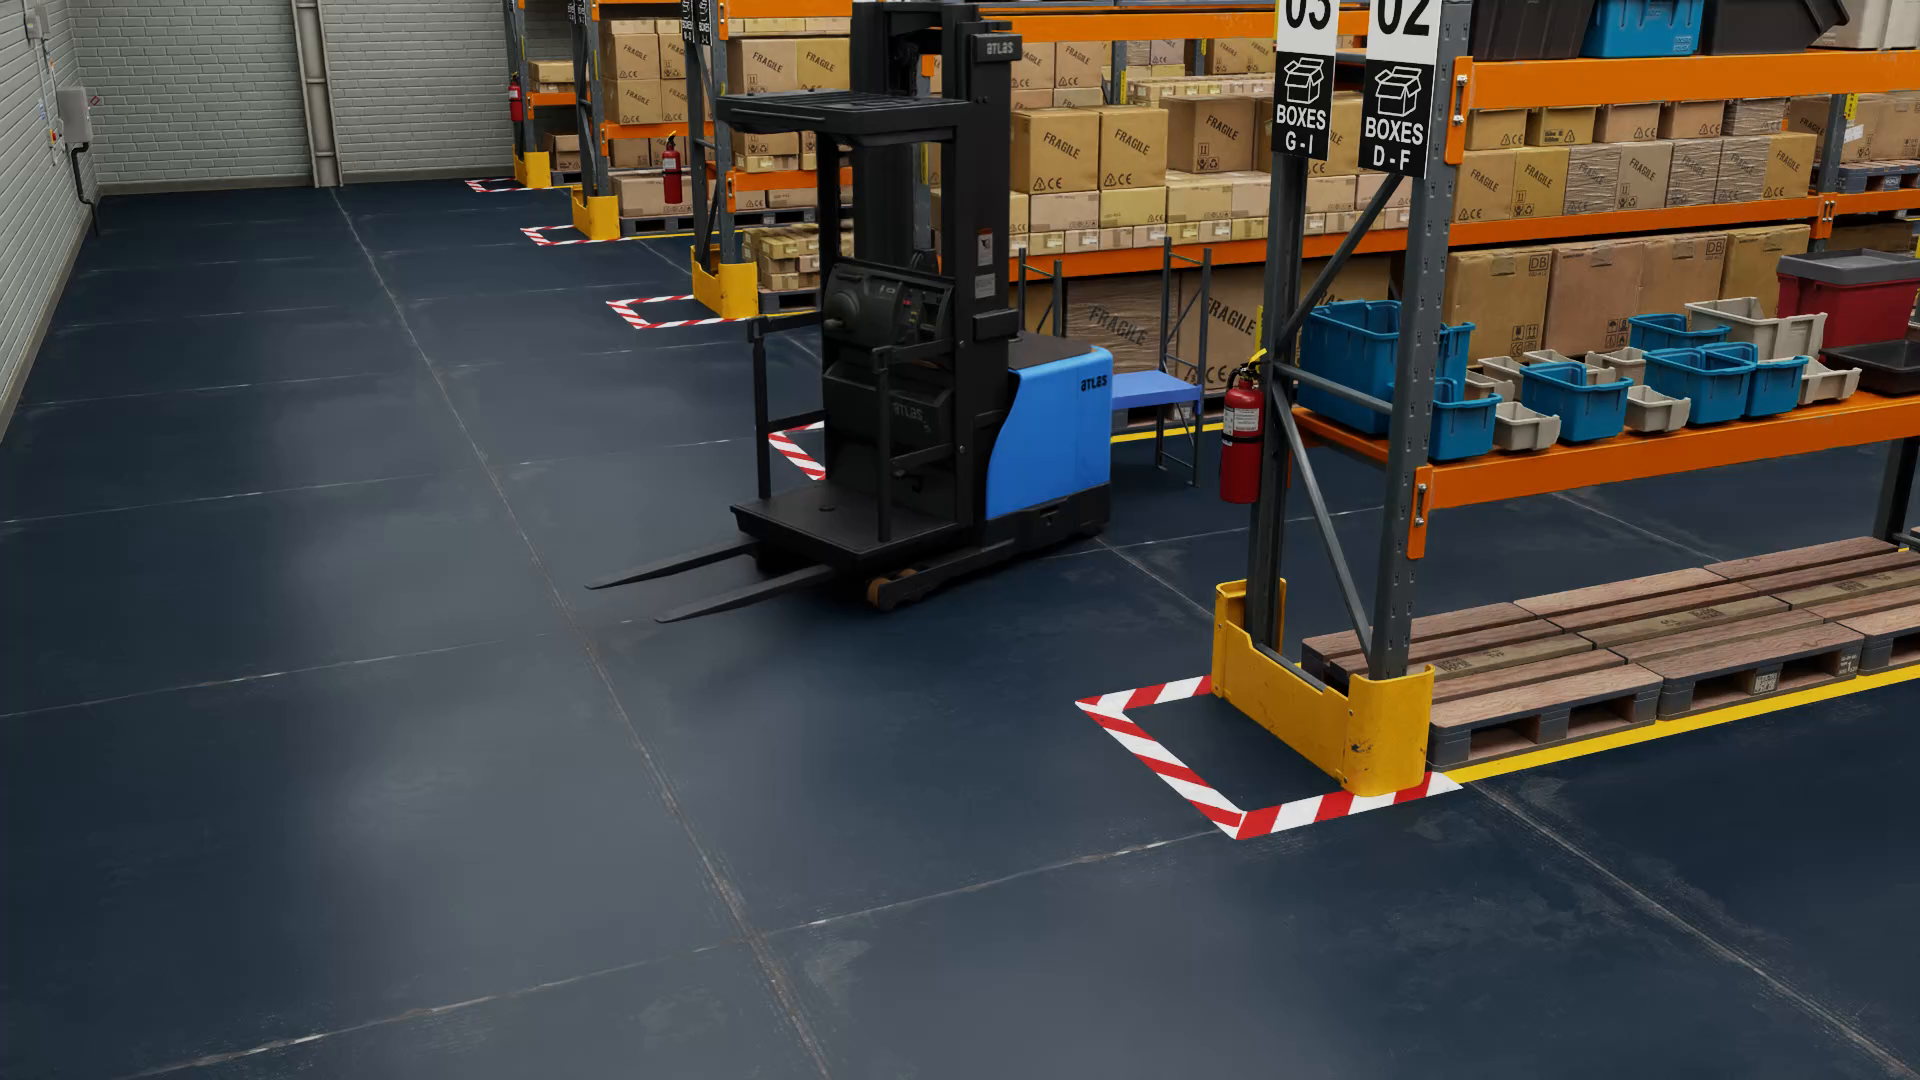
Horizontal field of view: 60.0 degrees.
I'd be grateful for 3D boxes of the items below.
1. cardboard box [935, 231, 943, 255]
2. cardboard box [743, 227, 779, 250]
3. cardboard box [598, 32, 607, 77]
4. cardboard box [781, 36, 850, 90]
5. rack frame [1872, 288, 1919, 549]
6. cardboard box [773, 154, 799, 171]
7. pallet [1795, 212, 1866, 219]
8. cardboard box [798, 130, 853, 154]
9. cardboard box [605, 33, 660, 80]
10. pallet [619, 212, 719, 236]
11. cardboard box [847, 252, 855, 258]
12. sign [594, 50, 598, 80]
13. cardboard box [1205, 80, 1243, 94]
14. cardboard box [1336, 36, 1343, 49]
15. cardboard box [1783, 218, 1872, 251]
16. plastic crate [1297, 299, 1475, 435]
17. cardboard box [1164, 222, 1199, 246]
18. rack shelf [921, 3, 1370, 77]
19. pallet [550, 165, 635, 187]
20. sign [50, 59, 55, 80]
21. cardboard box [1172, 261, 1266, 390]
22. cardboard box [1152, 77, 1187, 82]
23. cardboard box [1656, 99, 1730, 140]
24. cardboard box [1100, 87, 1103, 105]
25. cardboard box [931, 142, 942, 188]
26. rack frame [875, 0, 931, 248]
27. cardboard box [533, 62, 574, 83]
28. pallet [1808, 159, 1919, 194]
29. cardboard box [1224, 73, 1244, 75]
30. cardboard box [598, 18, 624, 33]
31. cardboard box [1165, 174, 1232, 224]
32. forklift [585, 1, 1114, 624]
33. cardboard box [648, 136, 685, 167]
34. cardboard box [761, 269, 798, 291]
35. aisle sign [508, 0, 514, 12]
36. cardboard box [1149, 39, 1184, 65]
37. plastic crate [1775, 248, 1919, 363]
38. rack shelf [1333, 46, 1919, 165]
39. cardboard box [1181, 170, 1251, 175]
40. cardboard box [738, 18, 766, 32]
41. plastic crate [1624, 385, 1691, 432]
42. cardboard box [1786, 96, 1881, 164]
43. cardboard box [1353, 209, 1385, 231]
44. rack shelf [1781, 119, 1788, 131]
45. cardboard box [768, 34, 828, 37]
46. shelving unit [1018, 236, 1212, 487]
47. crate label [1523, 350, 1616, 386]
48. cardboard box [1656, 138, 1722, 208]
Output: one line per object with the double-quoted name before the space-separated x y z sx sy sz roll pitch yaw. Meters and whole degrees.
"cardboard box" 0.023 -1.930 10.865 0.250 0.149 0.380 -8 21 -21
"cardboard box" -1.920 -2.909 16.032 0.250 0.149 0.380 -8 21 -21
"cardboard box" -4.011 -5.779 19.763 0.500 0.500 0.500 -7 21 -20
"cardboard box" -1.328 -4.334 15.210 0.500 0.500 0.500 -8 21 -20
"rack frame" 5.201 -1.118 8.181 0.127 3.000 1.000 -8 21 -22
"cardboard box" -1.661 -3.498 15.320 0.250 0.149 0.380 -7 21 -20
"pallet" 10.564 -4.129 20.932 1.213 0.211 1.003 -8 21 -22
"cardboard box" -1.303 -3.869 15.394 0.500 0.500 0.500 -8 21 -22
"cardboard box" -3.806 -5.619 19.309 0.500 0.500 0.500 -9 21 -23
"pallet" -3.656 -3.938 20.389 1.213 0.211 1.003 -8 21 -22
"cardboard box" -0.981 -2.691 15.861 0.250 0.149 0.380 -7 21 -20
"sign" -4.145 -5.400 18.919 0.005 0.325 0.100 -8 21 -22
"cardboard box" 2.631 -4.530 16.720 0.250 0.149 0.380 -8 21 -23
"cardboard box" 4.914 -6.757 22.965 0.500 0.500 0.500 -9 21 -24
"cardboard box" 7.515 -2.634 14.459 0.500 0.250 0.500 -7 21 -20
"plastic crate" 1.761 -0.738 6.958 0.499 0.435 0.616 -8 21 -22
"cardboard box" 1.435 -2.133 11.441 0.250 0.149 0.380 -9 21 -23
"rack shelf" 1.403 -3.441 11.345 4.000 0.370 1.077 -8 21 -22
"pallet" -5.527 -5.437 24.647 1.213 0.211 1.003 -8 21 -22
"sign" -10.394 -5.381 19.044 0.001 0.242 0.339 -8 21 -22
"cardboard box" 1.775 -1.644 12.240 0.875 0.875 0.875 -8 21 -22
"cardboard box" 2.143 -4.696 17.193 0.250 0.149 0.380 -9 21 -24
"cardboard box" 5.635 -3.499 13.282 0.637 0.503 0.797 -8 21 -21
"cardboard box" 1.693 -5.827 21.781 0.500 0.250 0.500 -8 21 -22
"cardboard box" -0.091 -2.670 11.237 0.500 0.500 0.500 -8 21 -21
"rack frame" -0.434 -2.102 10.976 0.127 3.000 1.000 -8 21 -22
"cardboard box" -5.805 -6.685 23.769 0.500 0.250 0.500 -8 21 -22
"pallet" 7.524 -3.190 14.356 1.003 0.211 1.213 -8 21 -22
"cardboard box" 3.631 -6.269 22.557 0.250 0.149 0.380 -10 22 -25
"cardboard box" -4.109 -6.057 19.576 0.250 0.149 0.380 -8 21 -21
"cardboard box" 1.528 -2.358 11.481 0.500 0.250 0.500 -9 21 -23
"forklift" -0.533 -1.215 8.560 3.031 2.935 1.130 -18 26 -41
"cardboard box" -4.404 -5.848 24.745 0.500 0.500 0.500 -8 21 -21
"cardboard box" -1.698 -2.453 15.632 0.250 0.149 0.380 -8 21 -21
"aisle sign" -6.275 -7.765 23.145 0.004 0.787 0.394 -8 21 -22
"cardboard box" 2.615 -6.548 21.946 0.500 0.500 0.500 -9 21 -23
"plastic crate" 4.282 -1.136 8.044 0.583 0.464 0.402 -8 21 -22
"rack shelf" 3.364 -1.931 7.055 4.000 0.370 1.077 -8 21 -22
"cardboard box" 1.772 -2.582 12.118 0.500 0.250 0.500 -8 21 -21
"cardboard box" -2.483 -6.103 19.705 0.250 0.149 0.380 -9 21 -23
"plastic crate" 2.835 -0.534 6.829 0.298 0.136 0.250 -8 21 -22
"cardboard box" 7.392 -3.483 14.115 0.500 0.500 0.500 -11 22 -29
"cardboard box" 2.852 -2.336 12.018 0.250 0.149 0.380 -8 21 -21
"rack shelf" 10.549 -5.131 20.660 4.000 0.370 1.077 -8 21 -22
"cardboard box" -1.519 -4.490 15.654 0.500 0.500 0.500 -9 21 -24
"shelving unit" 0.932 -1.045 10.232 1.048 1.500 0.538 -9 21 -23
"crate label" 2.723 -0.736 7.403 0.243 0.136 0.396 -8 21 -22
"cardboard box" 5.621 -2.928 13.172 0.500 0.500 0.500 -9 21 -24
